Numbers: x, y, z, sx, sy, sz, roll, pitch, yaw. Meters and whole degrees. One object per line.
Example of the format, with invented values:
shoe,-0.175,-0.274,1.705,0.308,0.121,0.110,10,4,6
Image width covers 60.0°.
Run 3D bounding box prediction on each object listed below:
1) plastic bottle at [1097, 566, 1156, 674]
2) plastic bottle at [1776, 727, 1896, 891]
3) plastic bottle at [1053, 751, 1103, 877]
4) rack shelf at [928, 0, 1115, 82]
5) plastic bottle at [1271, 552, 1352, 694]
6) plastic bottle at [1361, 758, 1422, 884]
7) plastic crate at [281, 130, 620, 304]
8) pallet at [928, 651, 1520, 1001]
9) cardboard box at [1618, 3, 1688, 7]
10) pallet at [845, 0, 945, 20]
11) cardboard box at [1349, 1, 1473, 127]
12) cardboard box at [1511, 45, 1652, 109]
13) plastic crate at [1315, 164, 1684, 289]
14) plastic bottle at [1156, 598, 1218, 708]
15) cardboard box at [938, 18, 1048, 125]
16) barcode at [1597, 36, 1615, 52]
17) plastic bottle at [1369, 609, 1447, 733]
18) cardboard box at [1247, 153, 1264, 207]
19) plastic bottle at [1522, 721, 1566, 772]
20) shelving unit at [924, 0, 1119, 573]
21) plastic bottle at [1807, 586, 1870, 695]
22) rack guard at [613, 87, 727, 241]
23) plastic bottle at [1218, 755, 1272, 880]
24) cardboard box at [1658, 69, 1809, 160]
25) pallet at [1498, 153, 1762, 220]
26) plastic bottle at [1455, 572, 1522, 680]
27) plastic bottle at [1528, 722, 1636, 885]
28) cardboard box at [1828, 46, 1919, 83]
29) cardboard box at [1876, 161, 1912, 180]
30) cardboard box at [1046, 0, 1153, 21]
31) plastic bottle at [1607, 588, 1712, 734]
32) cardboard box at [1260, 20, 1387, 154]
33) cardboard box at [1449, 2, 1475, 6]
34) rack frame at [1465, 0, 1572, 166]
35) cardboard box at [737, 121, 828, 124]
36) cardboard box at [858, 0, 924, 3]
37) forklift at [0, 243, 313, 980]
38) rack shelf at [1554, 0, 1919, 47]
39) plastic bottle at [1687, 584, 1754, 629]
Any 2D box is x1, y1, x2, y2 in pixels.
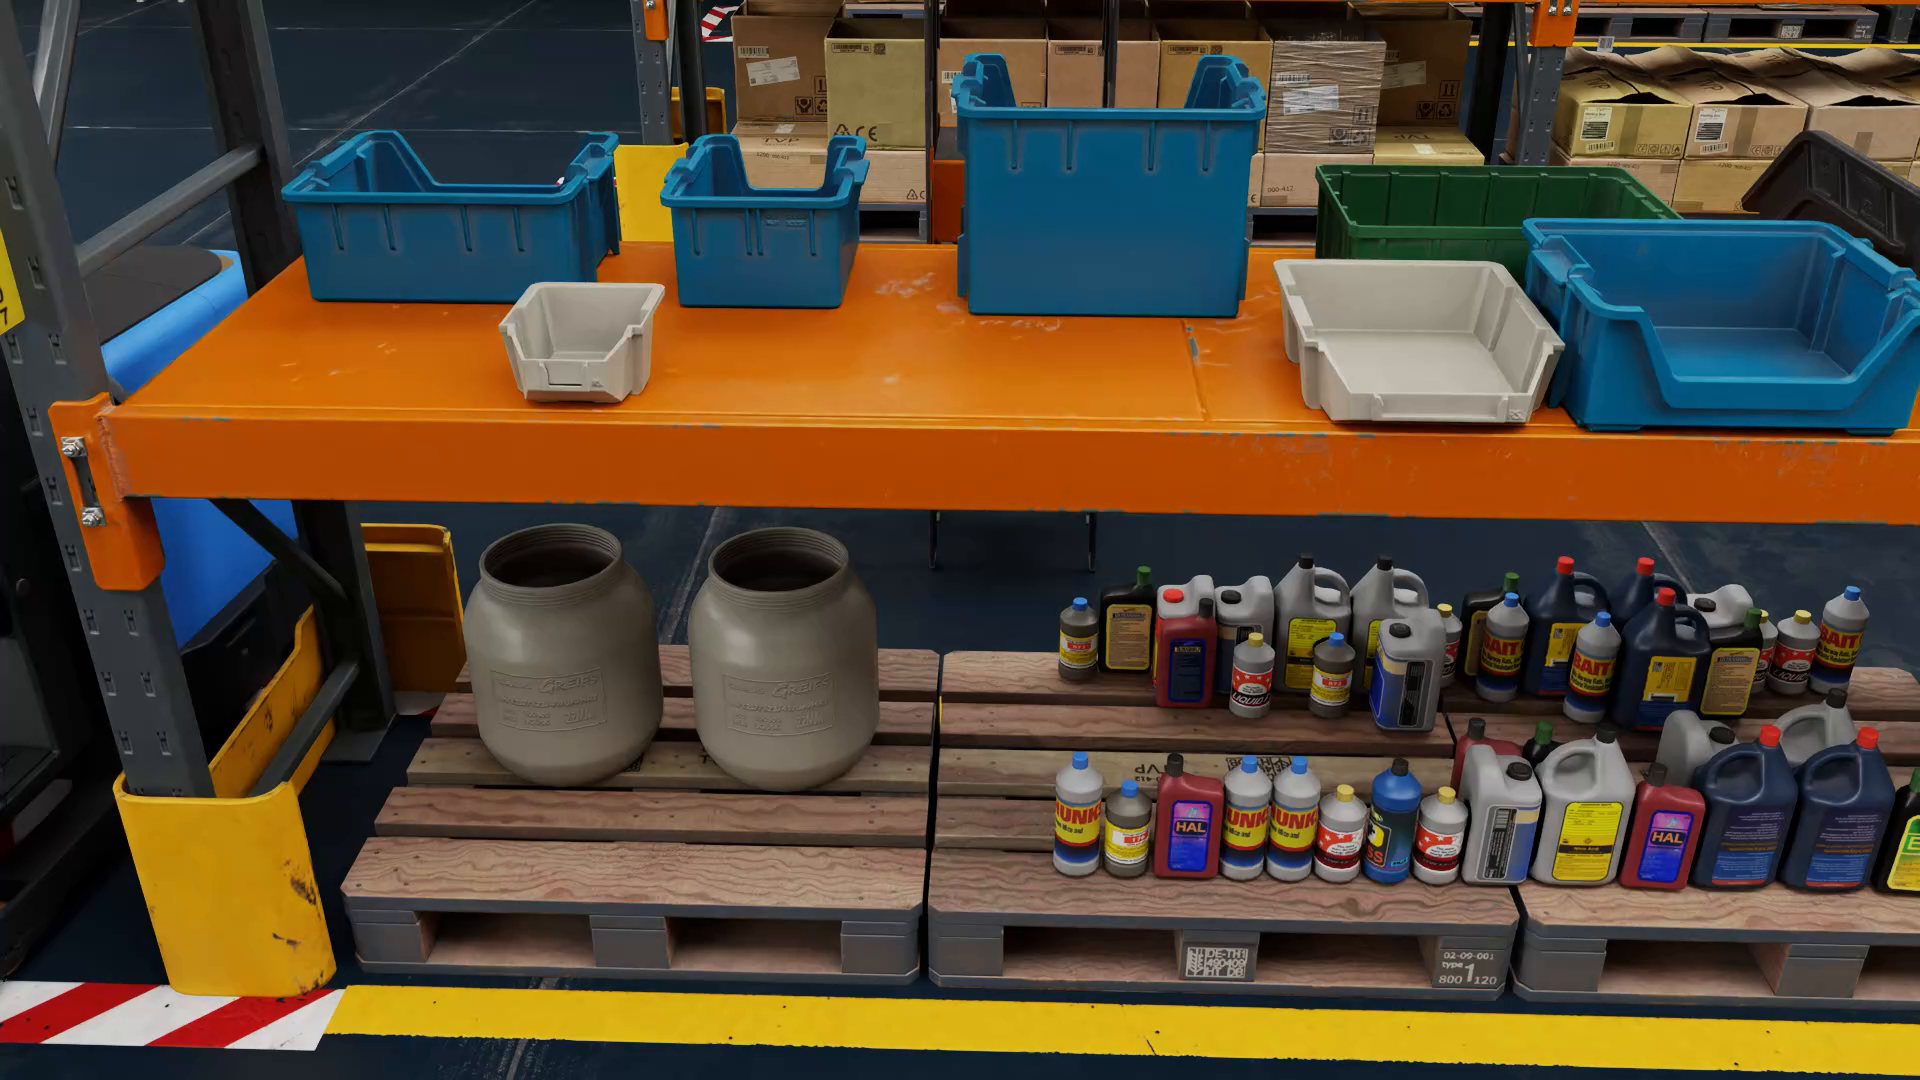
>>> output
plastic bottle,0.412,0.195,4.110,0.133,0.283,0.061,2,28,3
plastic bottle,1.787,0.537,3.393,0.185,0.351,0.144,0,28,0
plastic bottle,0.245,0.558,3.439,0.097,0.271,0.097,0,28,0
rack shelf,0.165,-1.531,4.432,0.480,0.518,0.431,1,28,2
plastic bottle,0.850,0.192,4.043,0.185,0.351,0.144,2,28,4
plastic bottle,0.890,0.568,3.418,0.097,0.271,0.097,0,28,0
plastic crate,-1.046,-0.695,3.518,0.616,0.251,0.499,1,28,2
pallet,0.549,0.619,3.856,1.213,0.211,1.003,1,28,2
cardboard box,5.059,-4.270,12.301,0.500,0.500,0.700,1,28,2
pallet,-0.320,-4.003,12.576,1.213,0.211,1.003,1,28,2
cardboard box,2.167,-2.338,8.144,0.500,0.500,0.500,1,28,2
cardboard box,3.035,-2.228,8.138,0.500,0.311,0.500,1,28,2
plastic crate,1.095,-0.624,3.451,0.662,0.188,0.450,1,28,2
plastic bottle,0.542,0.269,3.971,0.133,0.283,0.061,1,28,2
cardboard box,0.150,-2.127,7.747,0.500,0.500,0.500,1,28,2
barcode,2.860,-2.197,7.365,0.075,0.075,0.001,1,28,2
plastic bottle,1.056,0.298,3.924,0.135,0.276,0.152,1,28,2
cardboard box,1.149,-1.772,7.877,0.500,0.250,0.500,1,28,2
plastic bottle,1.251,0.510,3.516,0.133,0.283,0.061,1,28,2
shelving unit,0.165,-0.925,4.753,0.503,2.100,0.431,1,28,2
plastic bottle,2.138,0.238,4.043,0.097,0.271,0.097,0,28,0
rack guard,-1.402,-1.844,8.194,0.348,0.500,1.175,1,28,2
plastic bottle,0.587,0.563,3.428,0.097,0.271,0.097,0,28,0
cardboard box,3.524,-1.966,7.644,0.500,0.311,0.500,1,28,1
pallet,3.357,-1.656,8.148,1.213,0.211,1.003,1,28,2
plastic bottle,1.297,0.210,4.082,0.133,0.283,0.061,2,28,4
plastic bottle,1.273,0.529,3.409,0.185,0.351,0.144,1,28,1
cardboard box,4.556,-2.202,8.091,0.500,0.311,0.500,1,28,1
cardboard box,4.043,-1.713,7.767,0.500,0.250,0.500,0,28,0
cardboard box,0.668,-2.362,8.189,0.500,0.500,0.500,1,28,2
plastic bottle,1.644,0.273,3.891,0.185,0.351,0.144,1,28,2
cardboard box,1.649,-2.103,7.701,0.500,0.500,0.500,1,28,2
cardboard box,3.527,-4.286,12.331,0.500,0.500,0.700,2,28,4
rack frame,2.620,-2.882,7.483,0.127,3.000,1.000,1,28,2
cardboard box,-0.831,-2.048,8.398,0.500,0.250,0.500,1,28,2
cardboard box,-0.518,-4.219,12.408,0.500,0.311,0.500,-2,28,-4
forklift,-2.518,-0.459,2.987,1.130,2.935,3.031,4,28,7
rack shelf,4.618,-2.531,7.589,4.000,0.370,1.077,1,28,2
plastic bottle,1.814,0.243,4.027,0.135,0.276,0.152,2,28,4
